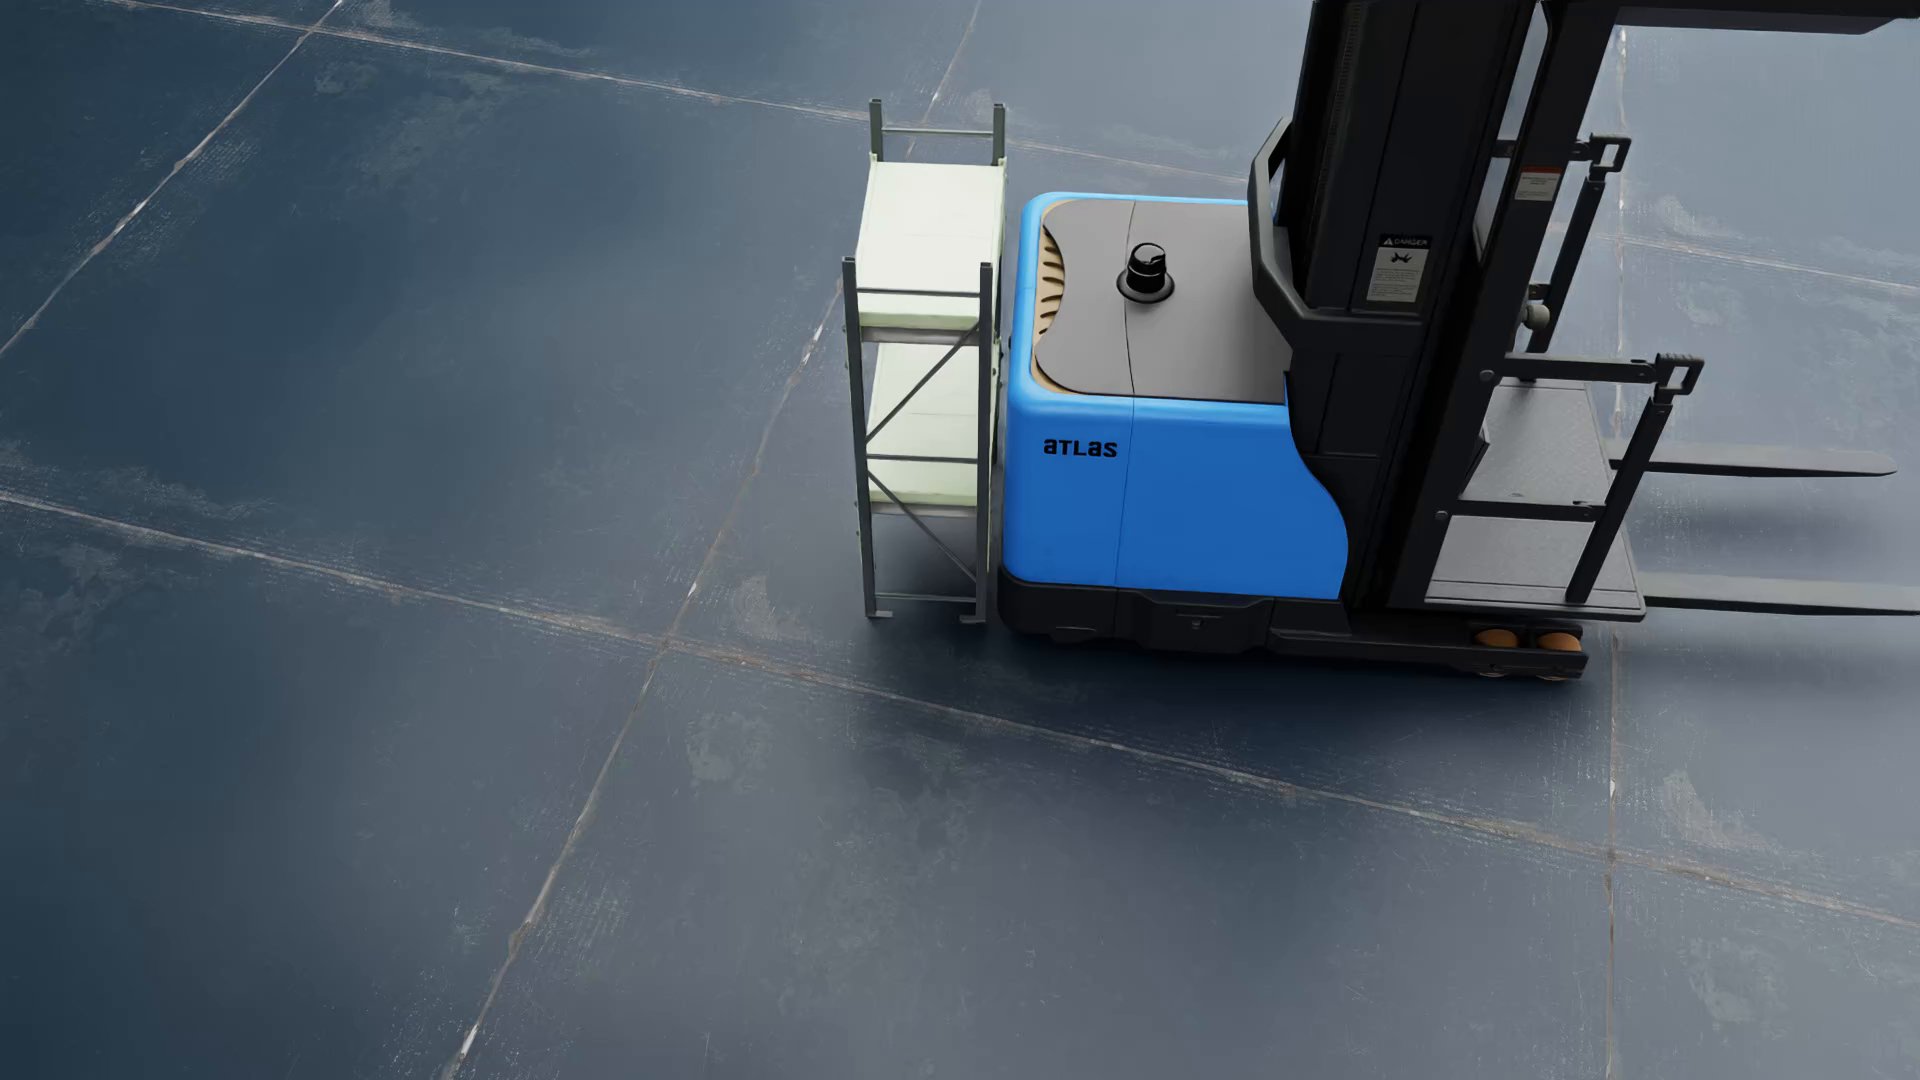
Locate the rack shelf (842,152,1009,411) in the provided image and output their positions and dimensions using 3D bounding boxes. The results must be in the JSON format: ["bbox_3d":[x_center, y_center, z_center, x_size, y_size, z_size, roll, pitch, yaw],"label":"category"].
[{"bbox_3d":[-0.090,-0.772,4.910,0.431,0.370,0.720,3,49,2],"label":"rack shelf"}]

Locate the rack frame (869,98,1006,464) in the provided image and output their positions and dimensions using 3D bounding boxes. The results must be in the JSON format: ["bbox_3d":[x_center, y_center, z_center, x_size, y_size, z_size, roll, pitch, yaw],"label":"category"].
[{"bbox_3d":[-0.067,-0.787,5.444,0.400,1.500,0.023,3,49,2],"label":"rack frame"}]

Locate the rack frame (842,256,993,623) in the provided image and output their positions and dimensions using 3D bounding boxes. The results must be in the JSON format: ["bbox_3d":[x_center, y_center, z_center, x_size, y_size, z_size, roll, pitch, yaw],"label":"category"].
[{"bbox_3d":[-0.113,-0.240,4.961,0.400,1.500,0.023,3,49,2],"label":"rack frame"}]

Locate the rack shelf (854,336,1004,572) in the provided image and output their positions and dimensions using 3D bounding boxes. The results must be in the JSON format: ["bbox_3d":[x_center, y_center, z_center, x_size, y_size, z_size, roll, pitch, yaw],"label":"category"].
[{"bbox_3d":[-0.090,-0.298,5.447,0.431,0.370,0.720,3,49,2],"label":"rack shelf"}]

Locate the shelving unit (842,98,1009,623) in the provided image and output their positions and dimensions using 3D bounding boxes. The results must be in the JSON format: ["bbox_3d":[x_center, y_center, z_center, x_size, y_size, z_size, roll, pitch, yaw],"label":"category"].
[{"bbox_3d":[-0.090,-0.513,5.203,0.431,1.500,0.755,3,49,2],"label":"shelving unit"}]

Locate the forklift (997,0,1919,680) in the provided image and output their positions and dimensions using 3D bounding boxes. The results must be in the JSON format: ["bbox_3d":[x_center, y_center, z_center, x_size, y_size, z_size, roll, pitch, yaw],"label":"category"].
[{"bbox_3d":[1.664,-0.935,4.621,3.031,2.935,1.130,3,49,3],"label":"forklift"}]
